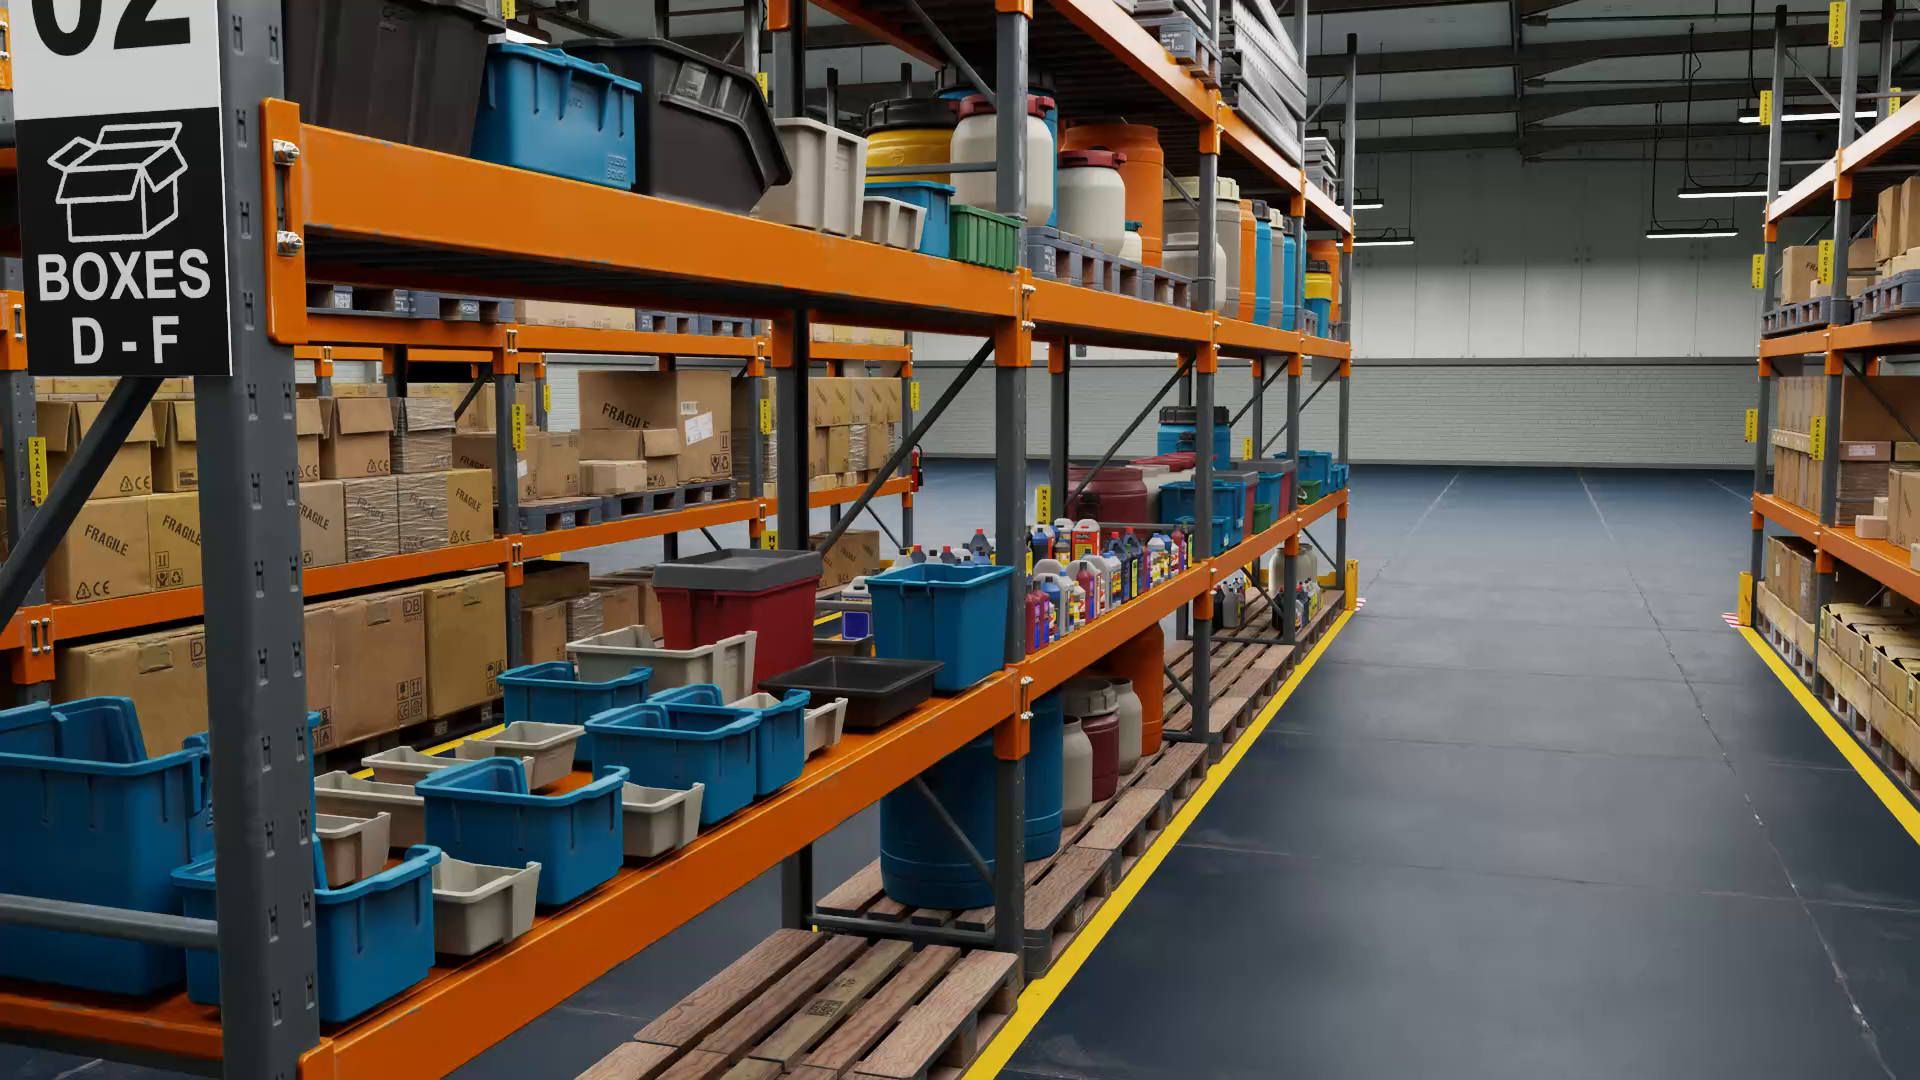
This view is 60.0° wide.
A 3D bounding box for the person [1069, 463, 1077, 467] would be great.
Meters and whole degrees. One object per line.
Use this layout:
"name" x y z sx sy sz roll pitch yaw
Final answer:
"person" 1.066 0.047 16.452 0.322 1.616 0.451 2 6 25
